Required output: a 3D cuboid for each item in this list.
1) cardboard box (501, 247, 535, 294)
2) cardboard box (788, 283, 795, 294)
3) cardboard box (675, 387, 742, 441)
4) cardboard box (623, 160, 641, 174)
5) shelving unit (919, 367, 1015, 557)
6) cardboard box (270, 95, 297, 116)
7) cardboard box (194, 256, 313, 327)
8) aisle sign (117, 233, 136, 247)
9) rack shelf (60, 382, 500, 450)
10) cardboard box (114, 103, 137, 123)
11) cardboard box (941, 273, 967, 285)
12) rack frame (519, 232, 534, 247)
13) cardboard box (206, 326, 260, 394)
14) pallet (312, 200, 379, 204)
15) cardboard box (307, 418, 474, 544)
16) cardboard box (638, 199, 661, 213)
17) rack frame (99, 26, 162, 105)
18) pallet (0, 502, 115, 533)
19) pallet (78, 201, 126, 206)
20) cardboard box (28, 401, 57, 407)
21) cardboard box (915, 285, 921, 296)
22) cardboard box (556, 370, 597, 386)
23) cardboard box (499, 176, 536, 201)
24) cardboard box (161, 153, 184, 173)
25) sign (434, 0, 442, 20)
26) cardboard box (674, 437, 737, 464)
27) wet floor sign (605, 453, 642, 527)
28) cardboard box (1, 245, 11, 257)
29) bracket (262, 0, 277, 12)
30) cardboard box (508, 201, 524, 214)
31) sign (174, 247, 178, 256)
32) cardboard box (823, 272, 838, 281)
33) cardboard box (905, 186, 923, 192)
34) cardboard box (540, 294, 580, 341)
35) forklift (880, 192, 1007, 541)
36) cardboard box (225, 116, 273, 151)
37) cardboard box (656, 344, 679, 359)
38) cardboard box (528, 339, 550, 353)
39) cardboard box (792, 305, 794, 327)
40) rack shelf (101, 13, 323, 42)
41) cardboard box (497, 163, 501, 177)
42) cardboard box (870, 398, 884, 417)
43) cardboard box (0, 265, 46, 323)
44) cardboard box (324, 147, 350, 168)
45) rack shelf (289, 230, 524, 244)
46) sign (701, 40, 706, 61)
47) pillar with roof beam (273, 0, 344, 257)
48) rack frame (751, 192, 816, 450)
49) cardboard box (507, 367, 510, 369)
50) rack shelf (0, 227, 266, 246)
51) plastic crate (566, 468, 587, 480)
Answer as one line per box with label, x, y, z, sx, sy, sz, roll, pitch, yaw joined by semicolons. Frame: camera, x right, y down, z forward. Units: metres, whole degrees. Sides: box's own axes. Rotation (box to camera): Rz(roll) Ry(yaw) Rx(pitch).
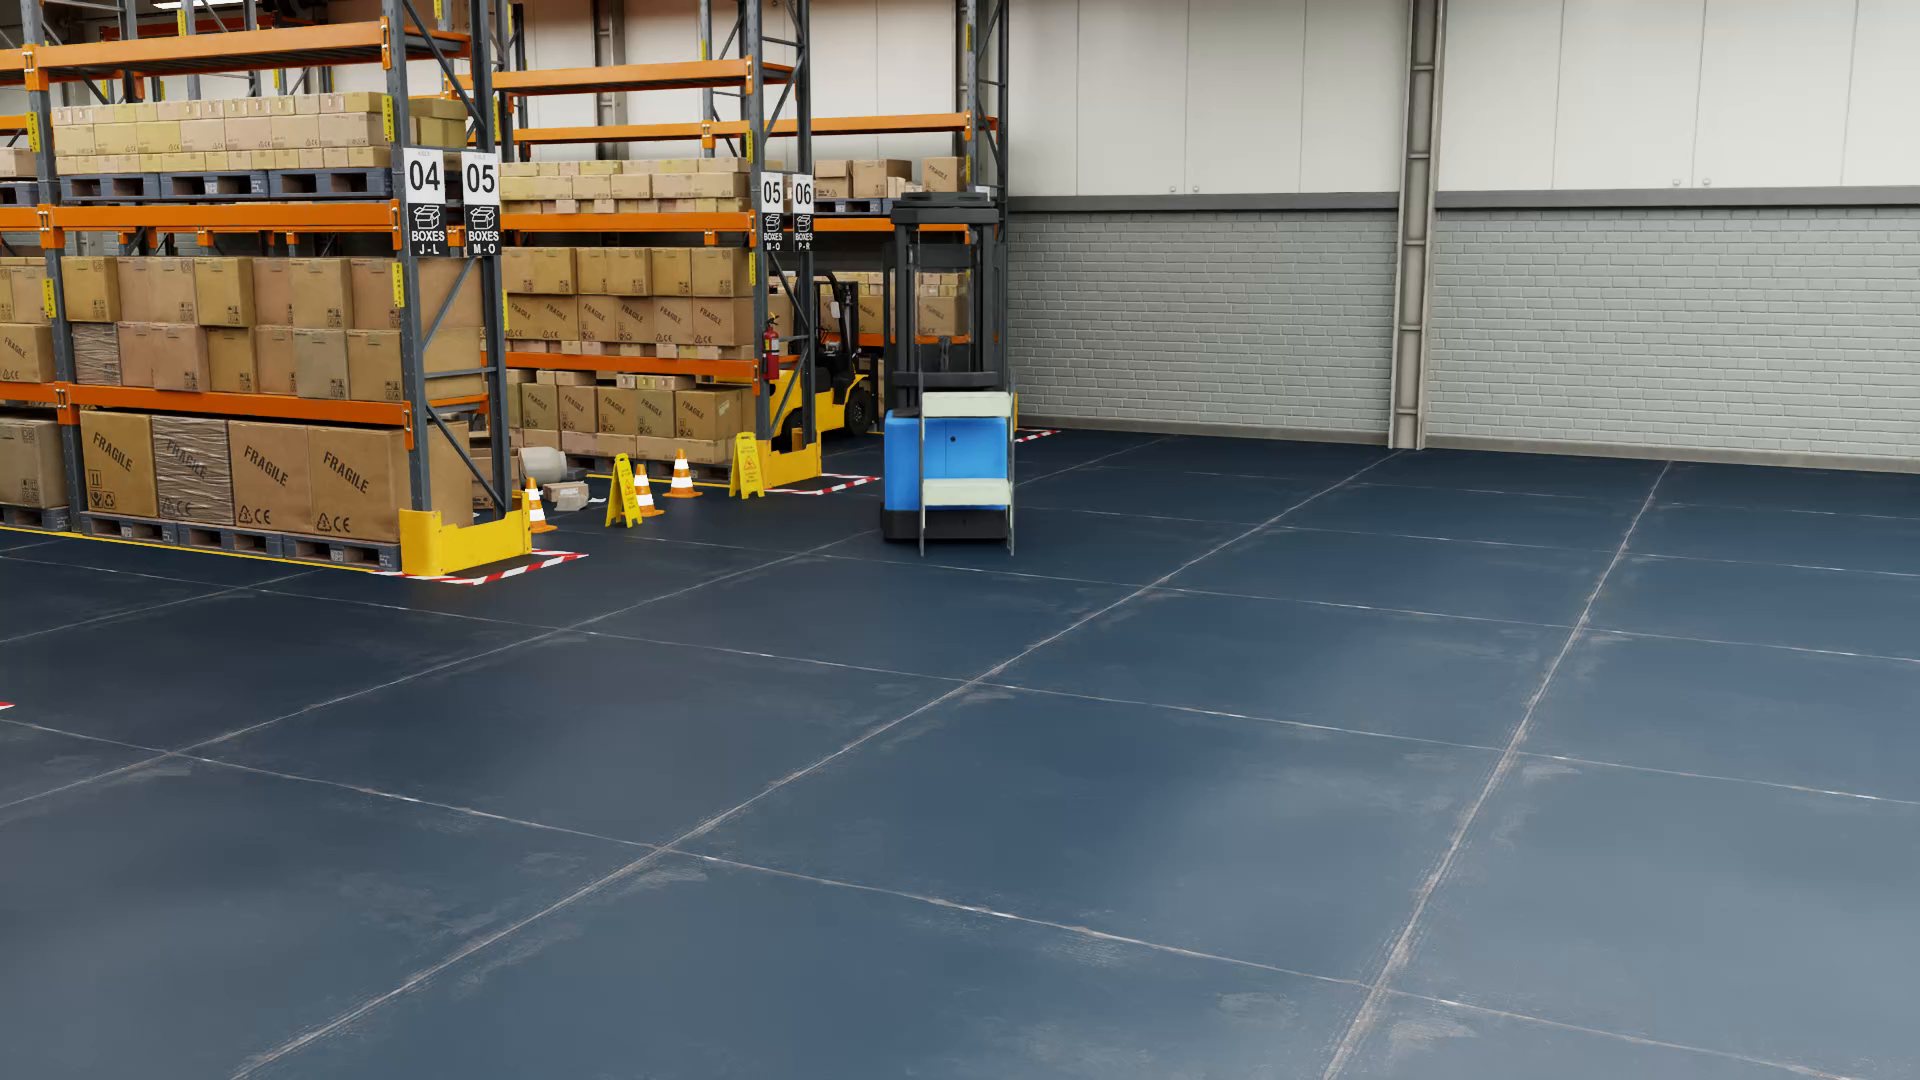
cardboard box;-4.673;-2.989;18.397;0.500;0.500;0.700;5;11;26
cardboard box;-2.155;-3.420;22.601;0.250;0.149;0.380;5;11;25
cardboard box;-2.666;-1.343;17.664;0.500;0.500;0.500;5;11;26
cardboard box;-3.361;-3.940;17.622;0.250;0.149;0.380;5;11;24
shelving unit;0.049;-0.636;13.535;0.755;1.500;0.431;-1;10;-3
cardboard box;-5.070;-3.334;12.810;0.250;0.149;0.380;5;12;27
cardboard box;-5.757;-2.056;13.716;0.500;0.550;0.875;5;11;26
aisle sign;-14.179;-5.390;28.291;0.004;0.787;0.394;5;11;26
rack shelf;-5.726;-1.104;13.927;4.000;0.370;1.077;5;11;26
cardboard box;-6.659;-3.473;13.582;0.250;0.149;0.380;5;11;25
cardboard box;-0.054;-3.401;21.663;0.250;0.149;0.380;5;11;26
rack frame;-6.814;-3.522;25.269;0.127;3.000;1.000;5;11;26
cardboard box;-5.728;-1.535;13.869;0.500;0.550;0.875;5;11;26
pallet;-6.857;-3.945;19.707;1.003;0.211;1.213;5;11;26
cardboard box;-4.569;-0.504;13.381;0.875;0.875;0.875;5;11;26
cardboard box;-3.179;-3.518;17.529;0.250;0.149;0.380;5;11;25
rack frame;-13.988;-7.105;28.218;0.127;3.000;1.000;5;11;26
pallet;-8.244;-0.292;15.251;1.213;0.211;1.003;5;11;26
pallet;-10.612;-4.242;21.355;1.213;0.211;1.003;6;12;28
cardboard box;-12.002;-2.169;22.581;0.875;0.875;0.875;5;12;28
cardboard box;-0.522;-3.288;21.875;0.250;0.149;0.380;5;12;27
cardboard box;-4.220;-1.786;18.289;0.250;0.149;0.380;6;12;29
cardboard box;-4.679;-3.845;18.216;0.500;0.250;0.500;5;11;25
cardboard box;-6.200;-3.041;13.431;0.250;0.149;0.380;5;11;26
sign;-5.660;-5.815;18.022;0.005;0.325;0.100;5;11;26
cardboard box;-2.698;-0.975;17.737;0.500;0.250;0.500;5;11;26
wet floor sign;-3.030;-0.456;14.936;0.232;0.644;0.267;3;11;16
cardboard box;-13.011;-3.878;22.326;0.250;0.149;0.380;5;11;25
bracket;-11.156;-8.736;27.122;0.430;0.232;0.235;5;11;26
cardboard box;-4.767;-3.671;18.375;0.250;0.149;0.380;5;11;26
sign;-13.724;-4.965;29.102;0.005;0.325;0.100;5;11;26
cardboard box;-1.650;-3.544;22.450;0.250;0.149;0.380;5;11;26
cardboard box;-0.517;-4.517;21.588;0.250;0.149;0.380;5;11;24
cardboard box;-4.243;-2.453;18.245;0.500;0.500;0.500;5;11;25
forklift;-0.147;-1.652;15.126;1.130;2.935;3.031;0;10;-1
cardboard box;-5.393;-3.178;13.070;0.500;0.250;0.500;5;11;25
cardboard box;-3.003;-2.012;17.629;0.250;0.149;0.380;5;12;27
cardboard box;-4.571;-2.162;18.457;0.250;0.149;0.380;5;12;28
cardboard box;-2.015;-3.101;22.663;0.500;0.500;0.500;5;11;25
rack shelf;-12.194;-8.228;27.115;4.000;0.370;1.077;5;11;26
cardboard box;-5.035;-4.066;18.317;0.250;0.149;0.380;5;12;28
cardboard box;-1.087;-1.814;22.370;0.500;0.250;0.500;5;11;26
cardboard box;-8.429;-2.235;15.069;0.500;0.500;0.700;5;11;25
cardboard box;-4.606;-2.901;12.657;0.250;0.149;0.380;5;11;26
rack shelf;-8.607;-4.802;25.937;4.000;0.370;1.077;5;11;26
sign;-3.456;-6.570;22.419;0.005;0.325;0.100;5;11;26
pillar with roof beam;-12.531;-6.301;23.776;0.548;9.000;9.100;5;11;26
rack frame;-1.832;-2.099;17.404;0.127;3.000;1.000;5;11;26
cardboard box;-7.068;-2.577;25.885;0.500;0.500;0.500;6;12;28
rack shelf;-10.800;-4.009;21.555;4.000;0.370;1.077;5;11;26
plastic crate;-4.374;-0.723;17.999;0.583;0.080;0.402;1;10;6
